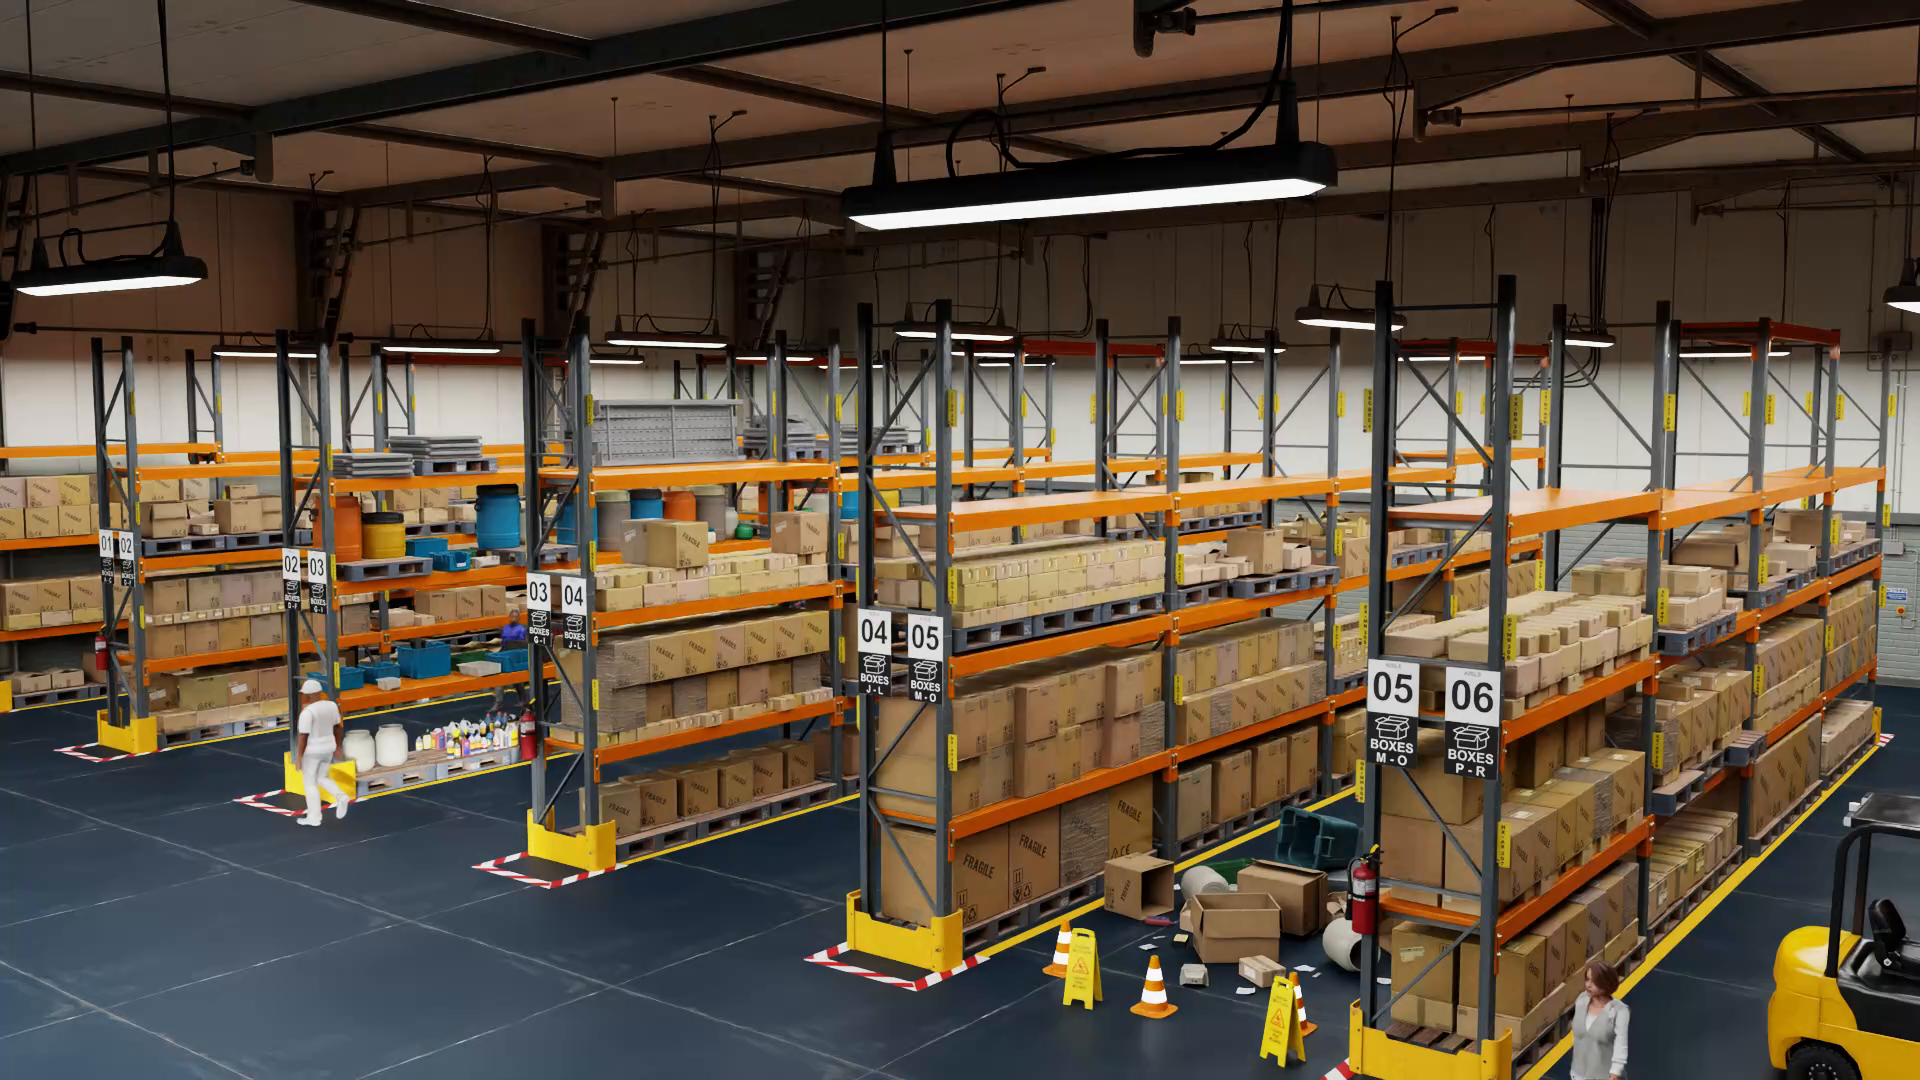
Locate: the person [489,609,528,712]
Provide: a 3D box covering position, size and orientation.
[{"bbox_3d":[-7.437,1.981,27.407,0.473,1.648,0.719,1,5,11],"label":"person"}]

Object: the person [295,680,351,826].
[{"bbox_3d":[-7.654,2.549,19.936,0.626,1.752,0.627,2,5,24],"label":"person"}]

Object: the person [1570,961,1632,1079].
[{"bbox_3d":[4.016,3.452,10.558,0.903,1.552,0.432,-4,7,-41],"label":"person"}]
